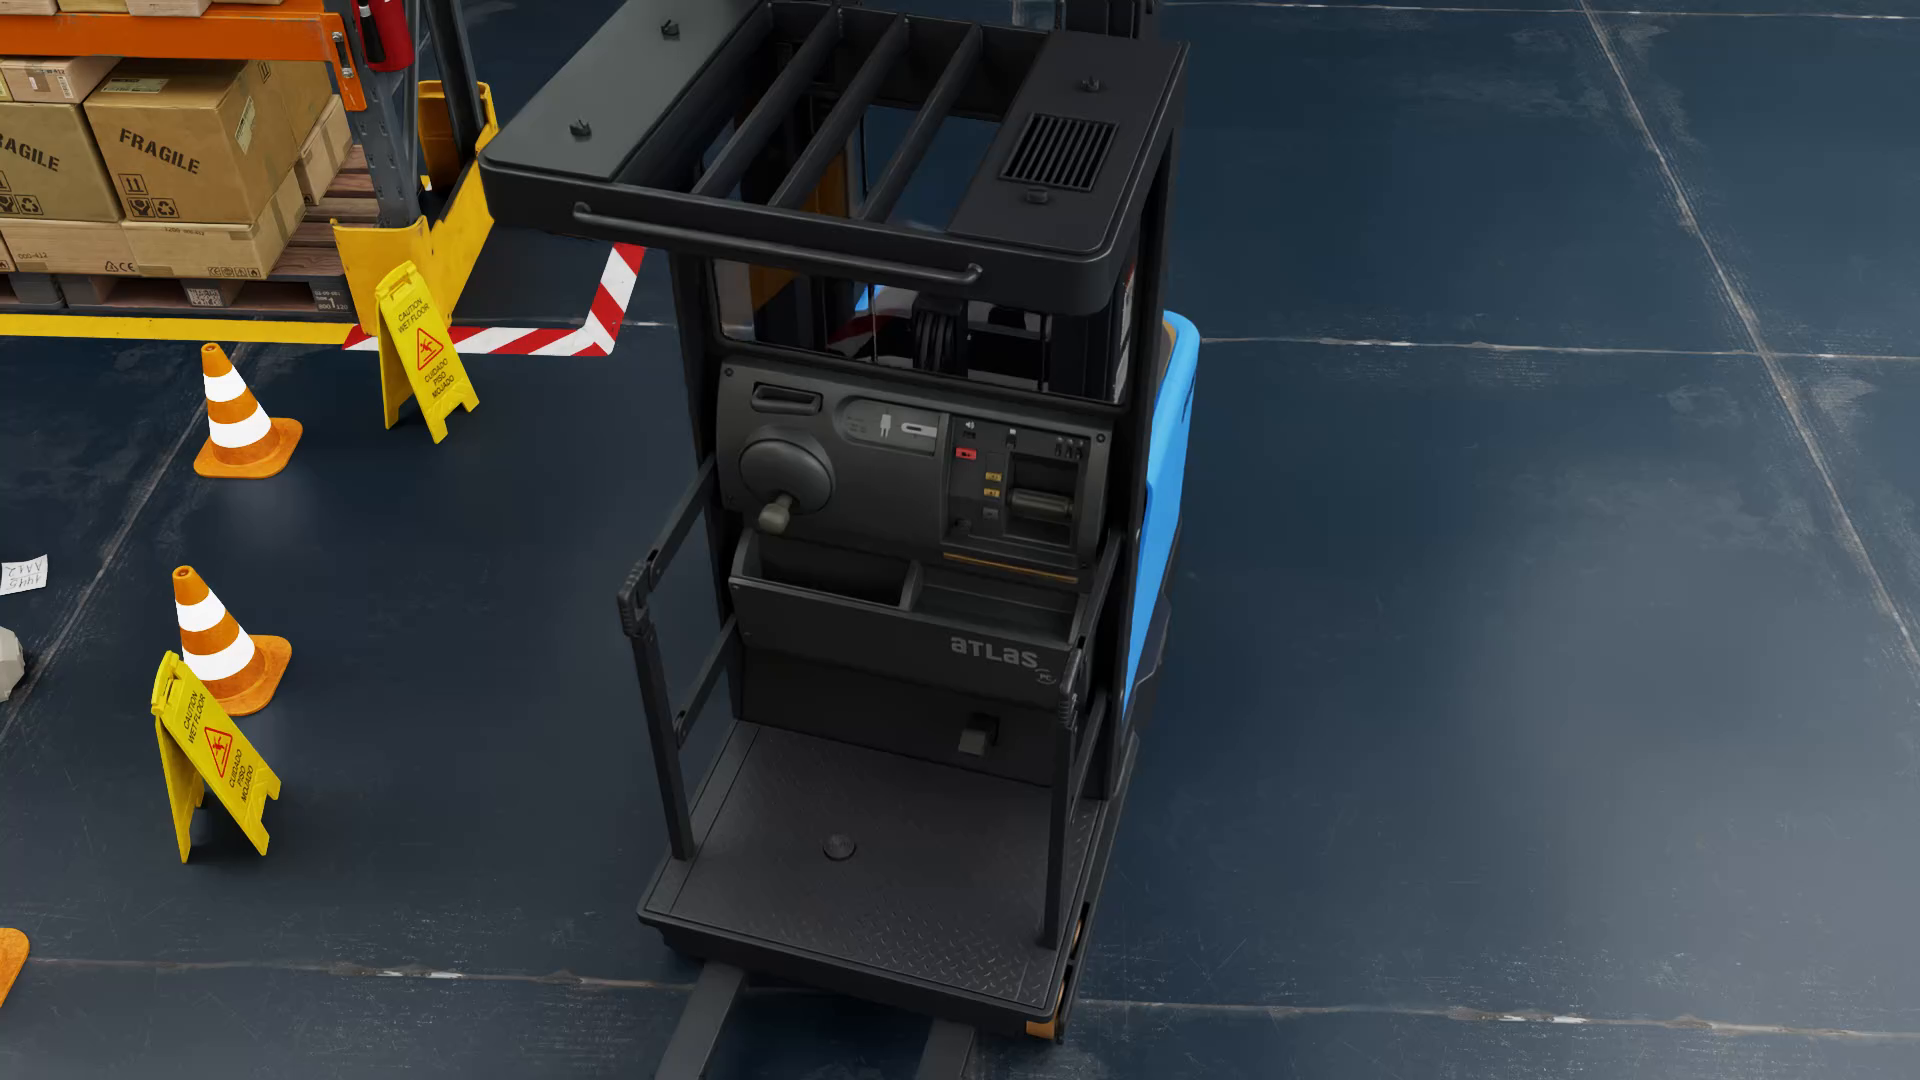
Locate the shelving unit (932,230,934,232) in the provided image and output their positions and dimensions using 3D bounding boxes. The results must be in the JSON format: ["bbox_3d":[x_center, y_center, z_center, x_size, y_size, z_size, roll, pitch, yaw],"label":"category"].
[{"bbox_3d":[0.007,-0.510,5.528,0.252,1.050,0.215,10,44,11],"label":"shelving unit"}]

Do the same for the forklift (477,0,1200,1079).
[{"bbox_3d":[-0.175,-0.075,3.681,1.130,2.935,3.031,11,44,12],"label":"forklift"}]

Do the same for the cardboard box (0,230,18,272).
[{"bbox_3d":[-3.982,-1.320,6.676,0.500,0.250,0.500,0,43,0],"label":"cardboard box"}]

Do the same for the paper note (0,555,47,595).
[{"bbox_3d":[-3.156,0.115,5.604,0.142,0.019,0.148,-12,44,-13],"label":"paper note"}]

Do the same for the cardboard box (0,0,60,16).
[{"bbox_3d":[-3.277,-2.014,5.895,0.250,0.149,0.380,2,43,3],"label":"cardboard box"}]

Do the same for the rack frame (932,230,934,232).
[{"bbox_3d":[-0.111,-0.532,5.551,0.008,1.050,0.200,10,44,11],"label":"rack frame"}]

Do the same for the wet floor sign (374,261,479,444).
[{"bbox_3d":[-1.981,-0.702,6.030,0.232,0.644,0.267,16,45,16],"label":"wet floor sign"}]

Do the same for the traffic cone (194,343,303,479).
[{"bbox_3d":[-2.610,-0.504,5.952,0.334,0.463,0.336,2,43,2],"label":"traffic cone"}]

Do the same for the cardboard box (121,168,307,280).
[{"bbox_3d":[-2.966,-1.288,6.641,0.500,0.250,0.500,2,43,2],"label":"cardboard box"}]

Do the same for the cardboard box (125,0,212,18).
[{"bbox_3d":[-2.764,-2.004,5.885,0.250,0.149,0.380,1,43,1],"label":"cardboard box"}]

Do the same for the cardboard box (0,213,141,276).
[{"bbox_3d":[-3.459,-1.308,6.663,0.500,0.250,0.500,2,43,2],"label":"cardboard box"}]

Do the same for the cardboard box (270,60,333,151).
[{"bbox_3d":[-2.939,-1.933,6.783,0.500,0.500,0.500,0,43,0],"label":"cardboard box"}]

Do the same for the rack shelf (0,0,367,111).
[{"bbox_3d":[-4.120,-2.096,6.327,4.000,0.370,1.077,2,43,2],"label":"rack shelf"}]

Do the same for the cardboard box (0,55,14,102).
[{"bbox_3d":[-3.555,-1.779,6.143,0.250,0.149,0.380,2,43,3],"label":"cardboard box"}]

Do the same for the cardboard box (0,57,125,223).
[{"bbox_3d":[-3.456,-1.580,6.405,0.500,0.500,0.500,3,43,3],"label":"cardboard box"}]

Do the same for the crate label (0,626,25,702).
[{"bbox_3d":[-3.108,0.399,5.221,0.298,0.136,0.250,-19,46,-20],"label":"crate label"}]

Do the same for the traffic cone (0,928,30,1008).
[{"bbox_3d":[-2.711,1.021,4.314,0.334,0.463,0.336,2,43,2],"label":"traffic cone"}]

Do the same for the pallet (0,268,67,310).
[{"bbox_3d":[-4.224,-1.368,7.064,1.213,0.211,1.003,2,43,2],"label":"pallet"}]

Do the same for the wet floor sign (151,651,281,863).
[{"bbox_3d":[-2.126,0.590,4.643,0.232,0.644,0.267,-5,43,-5],"label":"wet floor sign"}]

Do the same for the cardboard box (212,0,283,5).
[{"bbox_3d":[-2.506,-2.072,5.957,0.250,0.149,0.380,3,43,3],"label":"cardboard box"}]

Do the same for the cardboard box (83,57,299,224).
[{"bbox_3d":[-2.934,-1.567,6.390,0.500,0.500,0.500,2,43,2],"label":"cardboard box"}]

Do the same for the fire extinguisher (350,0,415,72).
[{"bbox_3d":[-2.029,-1.952,5.702,0.183,0.674,0.296,2,43,2],"label":"fire extinguisher"}]

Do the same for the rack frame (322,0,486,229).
[{"bbox_3d":[-2.122,-2.298,6.016,0.127,3.000,1.000,2,43,2],"label":"rack frame"}]

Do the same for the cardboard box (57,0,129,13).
[{"bbox_3d":[-3.019,-2.026,5.909,0.250,0.149,0.380,1,43,1],"label":"cardboard box"}]

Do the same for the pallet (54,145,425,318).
[{"bbox_3d":[-3.008,-1.329,7.021,1.213,0.211,1.003,2,43,2],"label":"pallet"}]

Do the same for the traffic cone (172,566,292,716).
[{"bbox_3d":[-2.320,0.262,5.129,0.334,0.463,0.336,2,43,2],"label":"traffic cone"}]

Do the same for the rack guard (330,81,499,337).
[{"bbox_3d":[-2.198,-1.385,6.870,0.348,0.500,1.175,2,43,2],"label":"rack guard"}]

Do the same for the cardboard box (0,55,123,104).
[{"bbox_3d":[-3.304,-1.770,6.132,0.250,0.149,0.380,3,43,3],"label":"cardboard box"}]

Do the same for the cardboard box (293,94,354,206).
[{"bbox_3d":[-2.916,-1.658,7.039,0.500,0.250,0.500,1,43,2],"label":"cardboard box"}]
